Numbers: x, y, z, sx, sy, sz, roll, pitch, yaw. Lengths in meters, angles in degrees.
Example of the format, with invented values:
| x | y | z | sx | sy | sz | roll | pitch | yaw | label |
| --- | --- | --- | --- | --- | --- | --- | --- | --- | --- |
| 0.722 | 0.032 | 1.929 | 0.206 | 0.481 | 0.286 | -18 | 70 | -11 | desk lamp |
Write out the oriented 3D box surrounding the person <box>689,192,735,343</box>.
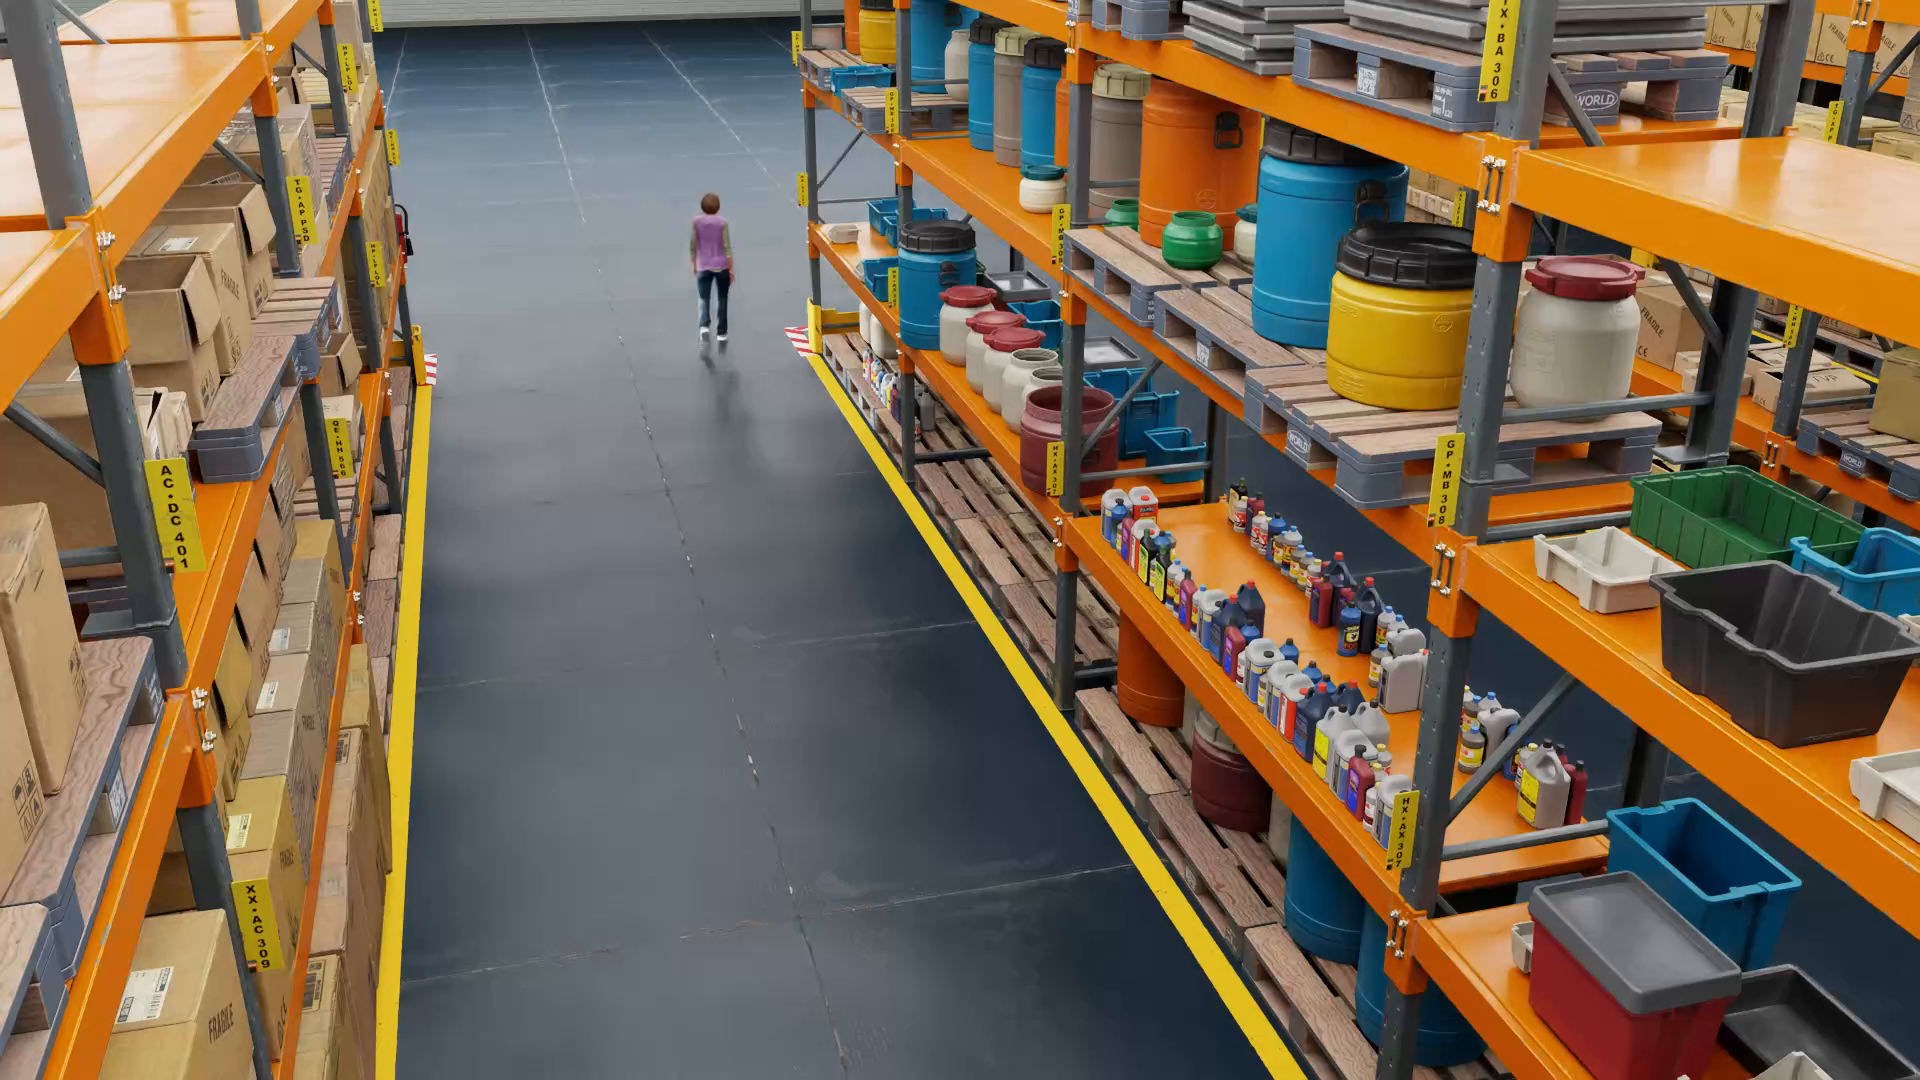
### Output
| x | y | z | sx | sy | sz | roll | pitch | yaw | label |
| --- | --- | --- | --- | --- | --- | --- | --- | --- | --- |
| -2.544 | -2.770 | 17.061 | 0.450 | 1.565 | 0.765 | -2 | 23 | -4 | person |
